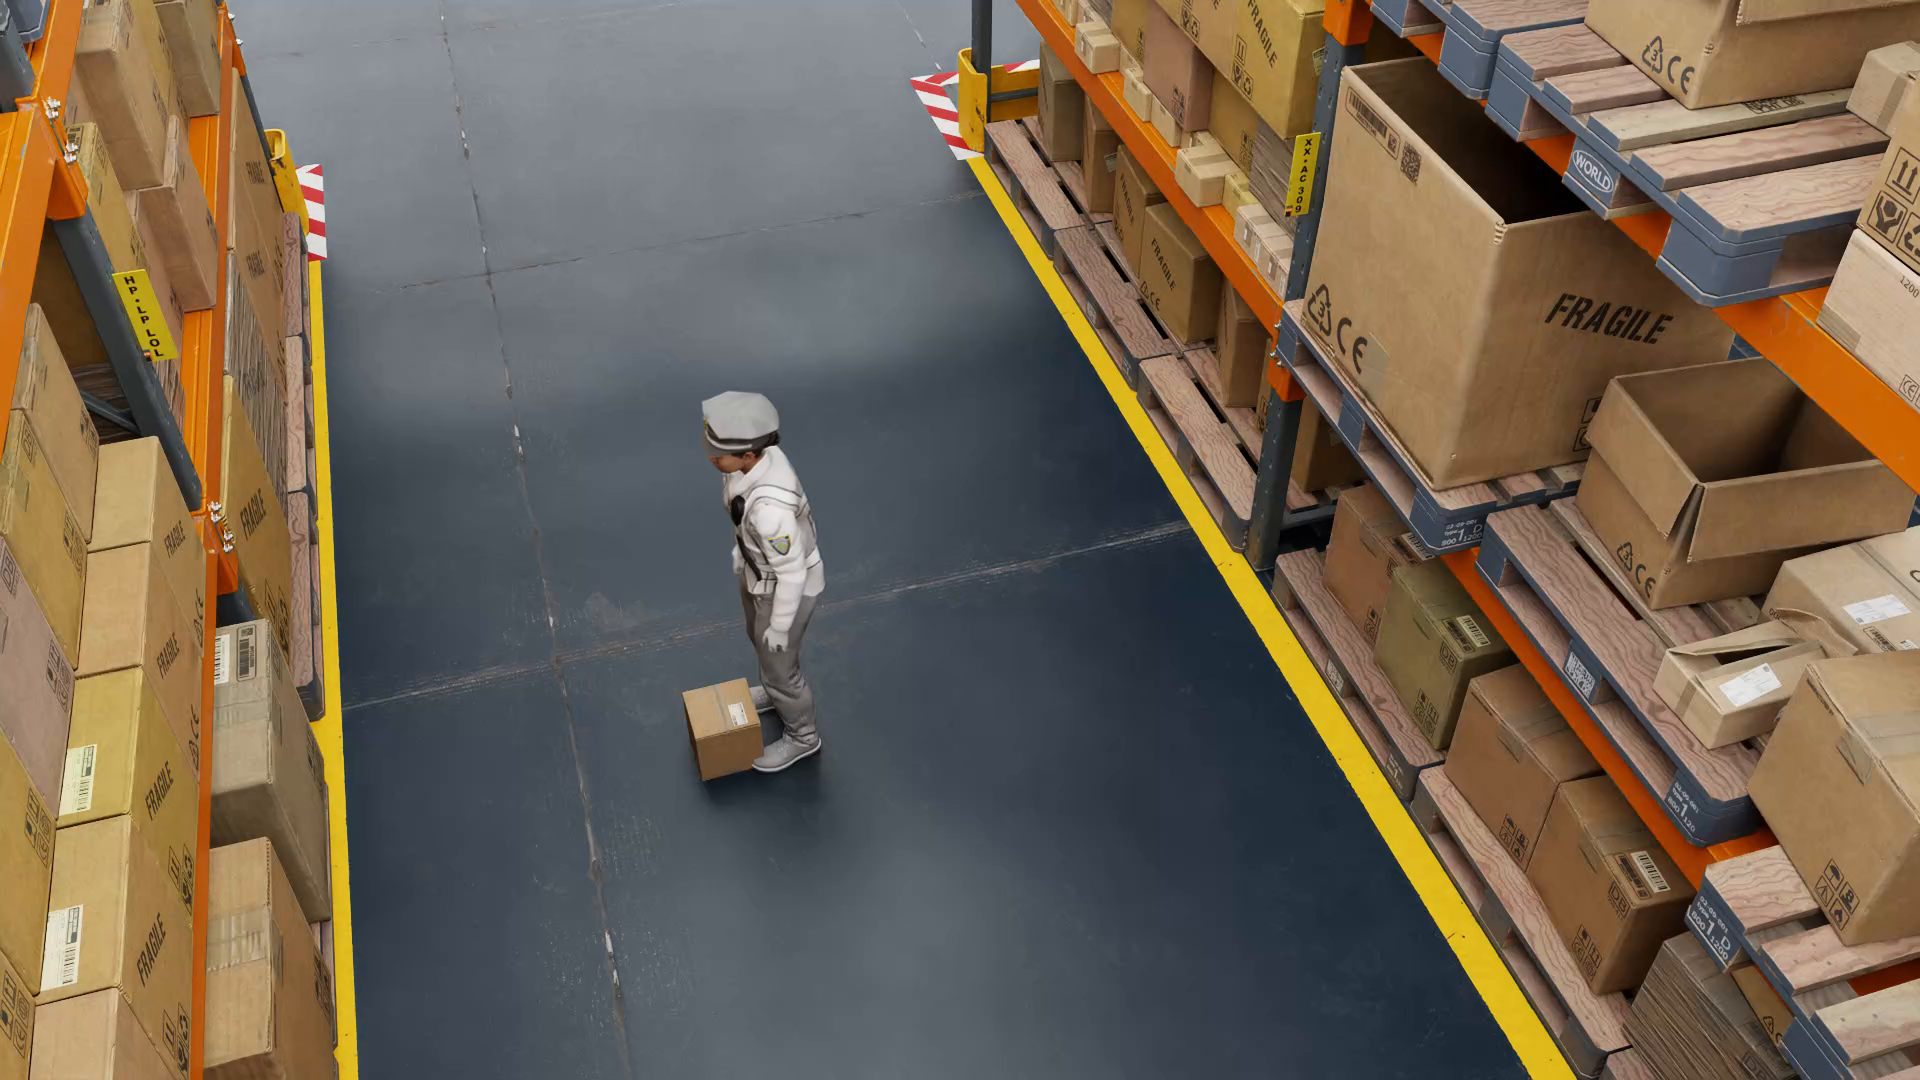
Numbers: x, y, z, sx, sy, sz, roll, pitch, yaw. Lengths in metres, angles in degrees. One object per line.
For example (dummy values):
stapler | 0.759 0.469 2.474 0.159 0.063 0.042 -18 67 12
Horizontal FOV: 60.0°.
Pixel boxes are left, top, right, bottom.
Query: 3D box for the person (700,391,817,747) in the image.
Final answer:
person | -0.697 0.139 5.958 0.341 1.603 0.521 -14 44 -14
